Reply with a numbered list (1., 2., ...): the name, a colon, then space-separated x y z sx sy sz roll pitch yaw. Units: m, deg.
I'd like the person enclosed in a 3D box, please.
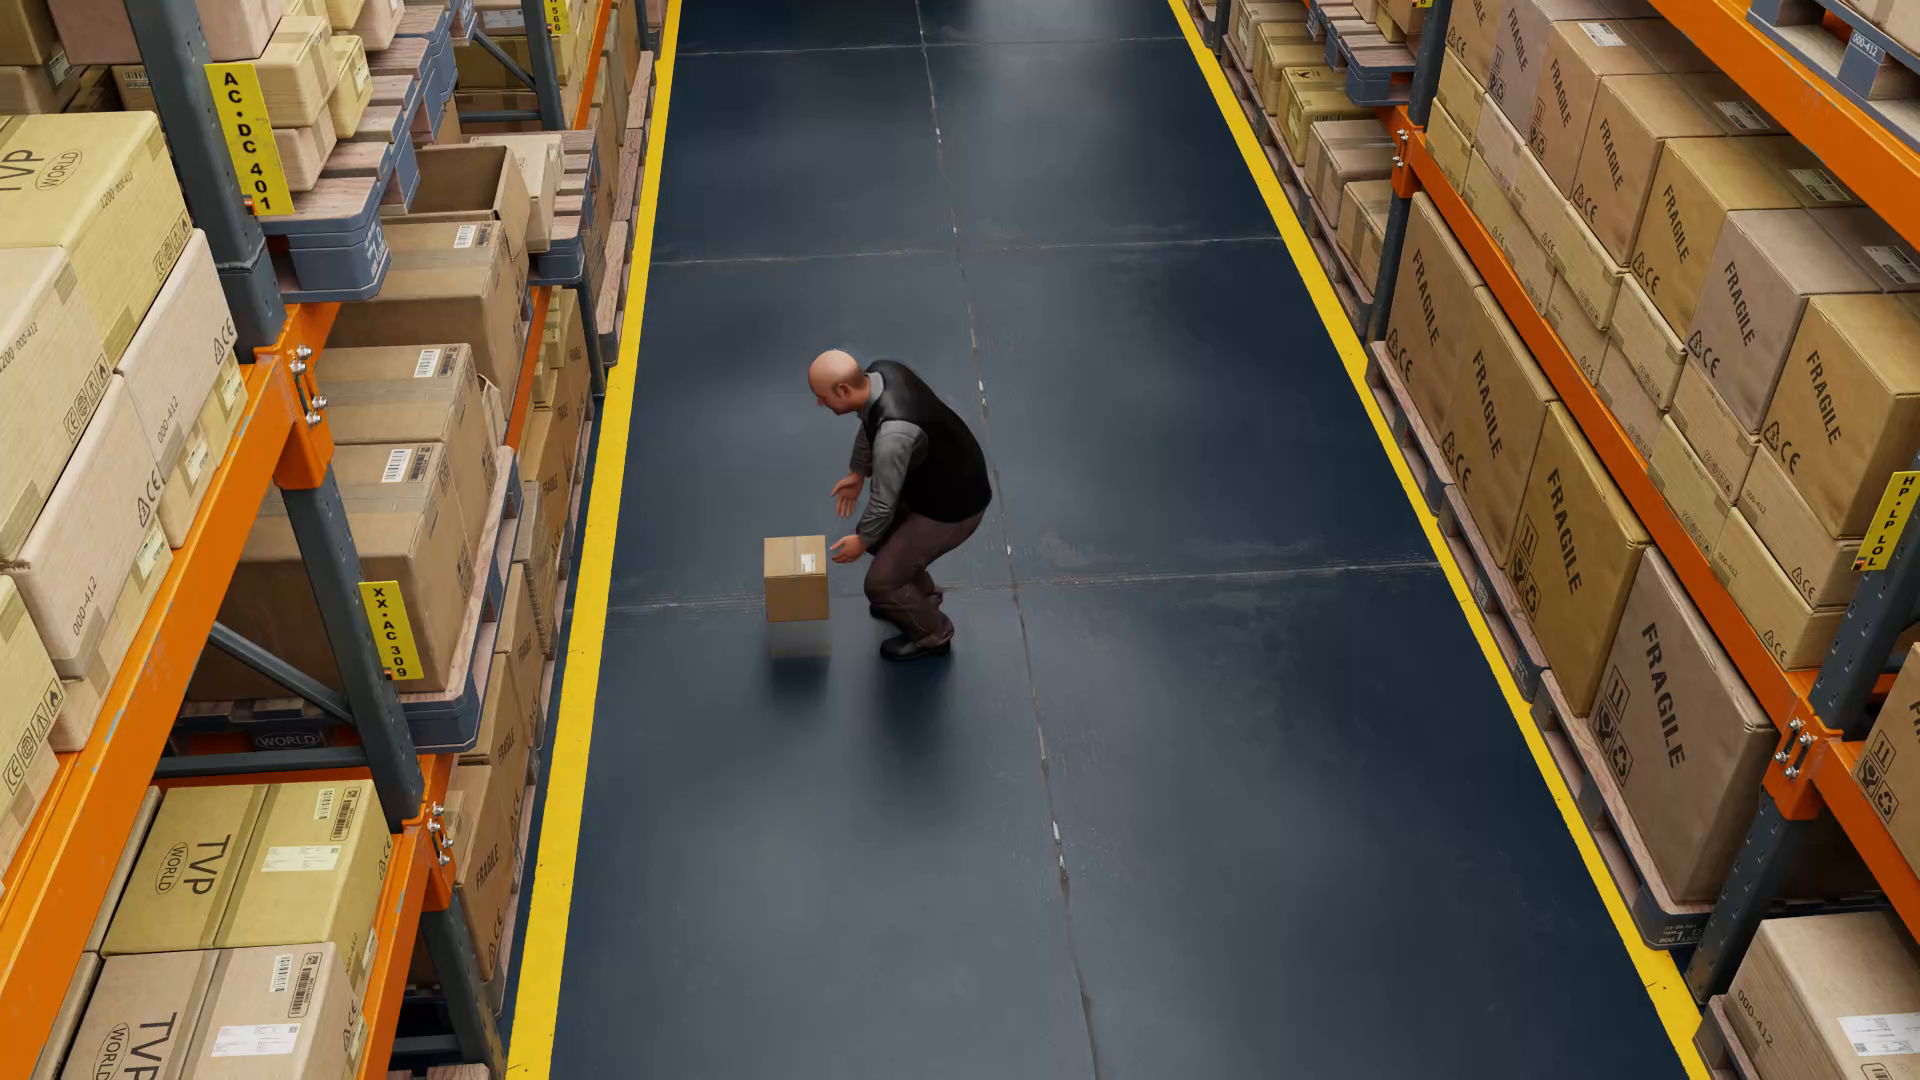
1. person: -0.222 -0.100 6.627 0.689 1.317 0.591 -3 39 -4
